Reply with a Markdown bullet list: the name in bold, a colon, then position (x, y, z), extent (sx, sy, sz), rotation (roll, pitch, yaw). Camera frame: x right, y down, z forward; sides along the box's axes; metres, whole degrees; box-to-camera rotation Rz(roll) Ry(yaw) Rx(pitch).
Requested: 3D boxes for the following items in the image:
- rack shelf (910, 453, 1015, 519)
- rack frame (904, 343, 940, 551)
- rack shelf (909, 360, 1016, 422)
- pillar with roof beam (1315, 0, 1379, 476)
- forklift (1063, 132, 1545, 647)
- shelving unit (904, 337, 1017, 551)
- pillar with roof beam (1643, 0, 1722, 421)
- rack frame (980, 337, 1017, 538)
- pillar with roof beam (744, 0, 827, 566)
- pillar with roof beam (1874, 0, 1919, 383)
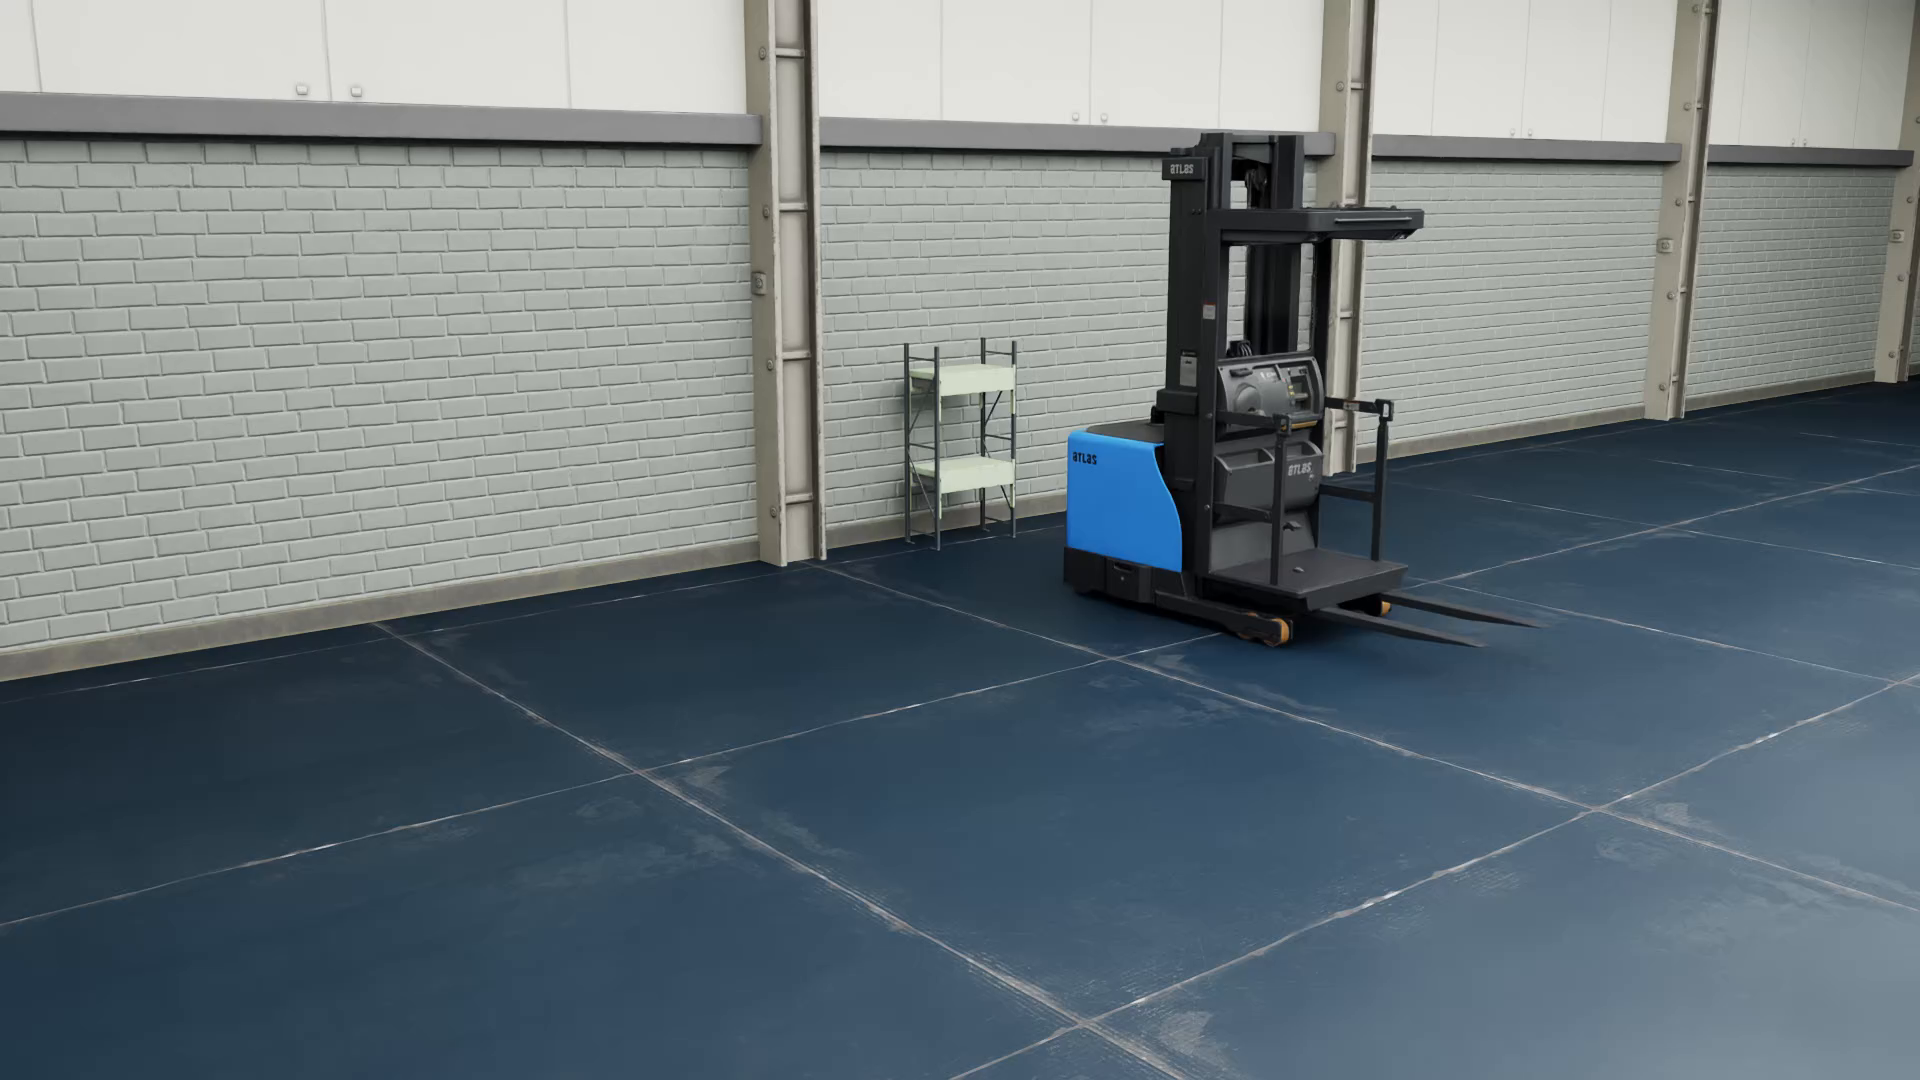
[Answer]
- **rack shelf**: position (0.005, -0.416, 12.545), extent (0.720, 0.370, 0.431), rotation (-9, 15, -38)
- **rack frame**: position (-0.281, -0.687, 12.253), extent (0.023, 1.500, 0.400), rotation (-9, 15, -38)
- **rack shelf**: position (0.005, -1.116, 12.396), extent (0.720, 0.370, 0.431), rotation (-9, 15, -38)
- **pillar with roof beam**: position (6.167, -4.345, 11.425), extent (0.400, 9.000, 9.100), rotation (-9, 15, -38)
- **forklift**: position (2.032, -0.930, 9.952), extent (1.130, 2.935, 3.031), rotation (-10, 16, -40)
- **shelving unit**: position (0.005, -0.735, 12.477), extent (0.755, 1.500, 0.431), rotation (-9, 15, -38)
- **pillar with roof beam**: position (10.852, -5.123, 15.092), extent (0.400, 9.000, 9.100), rotation (-9, 15, -38)
- **rack frame**: position (0.291, -0.782, 12.701), extent (0.023, 1.500, 0.400), rotation (-9, 15, -38)
- **pillar with roof beam**: position (1.482, -3.566, 7.759), extent (0.400, 9.000, 9.100), rotation (-9, 15, -38)
- **pillar with roof beam**: position (15.537, -5.902, 18.758), extent (0.400, 9.000, 9.100), rotation (-9, 15, -38)
